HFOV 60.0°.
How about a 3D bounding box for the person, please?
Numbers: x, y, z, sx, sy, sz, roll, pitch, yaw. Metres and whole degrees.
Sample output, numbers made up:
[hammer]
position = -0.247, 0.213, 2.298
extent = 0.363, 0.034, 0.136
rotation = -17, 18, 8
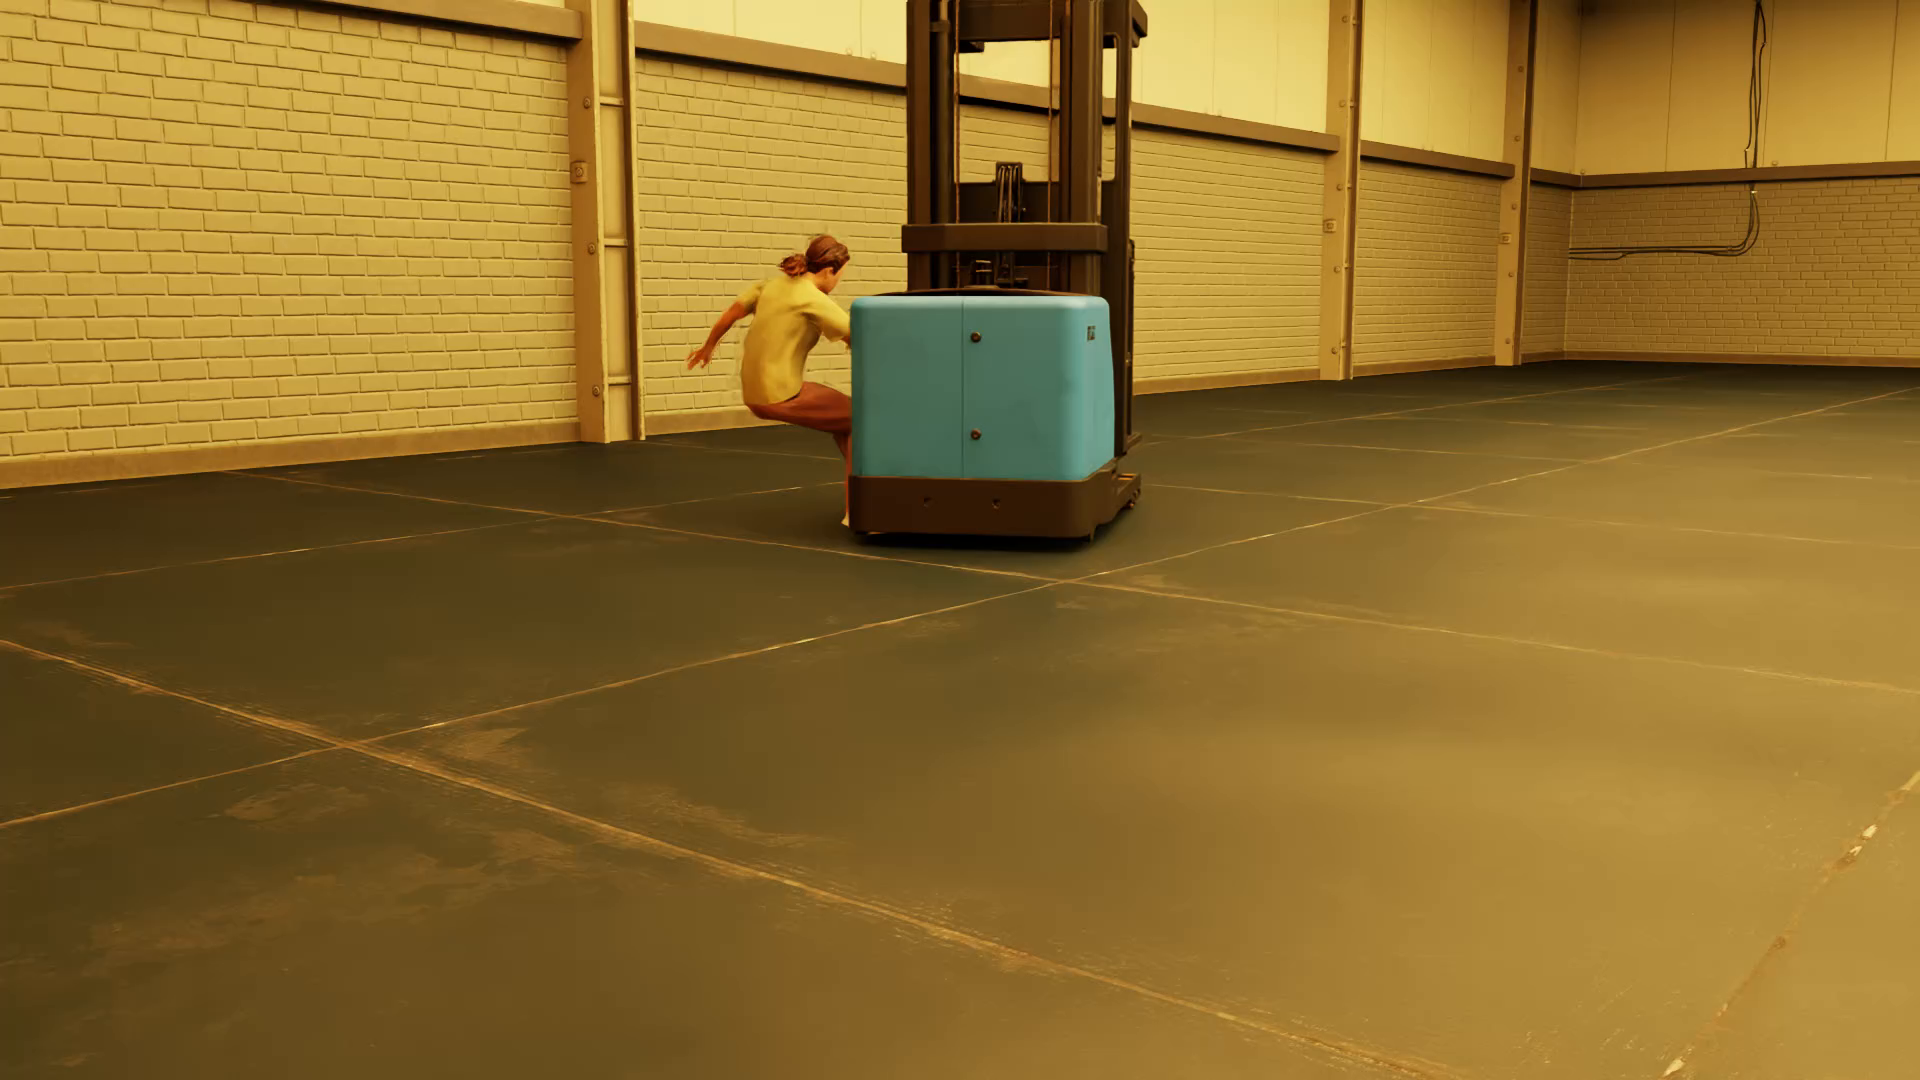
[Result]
[person]
position = -0.673, -0.723, 7.850
extent = 0.915, 1.399, 0.976
rotation = -6, 10, -35

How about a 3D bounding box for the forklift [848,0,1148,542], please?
[forklift]
position = 0.334, -1.616, 8.323
extent = 1.130, 2.935, 3.031
rotation = 2, 9, 12
